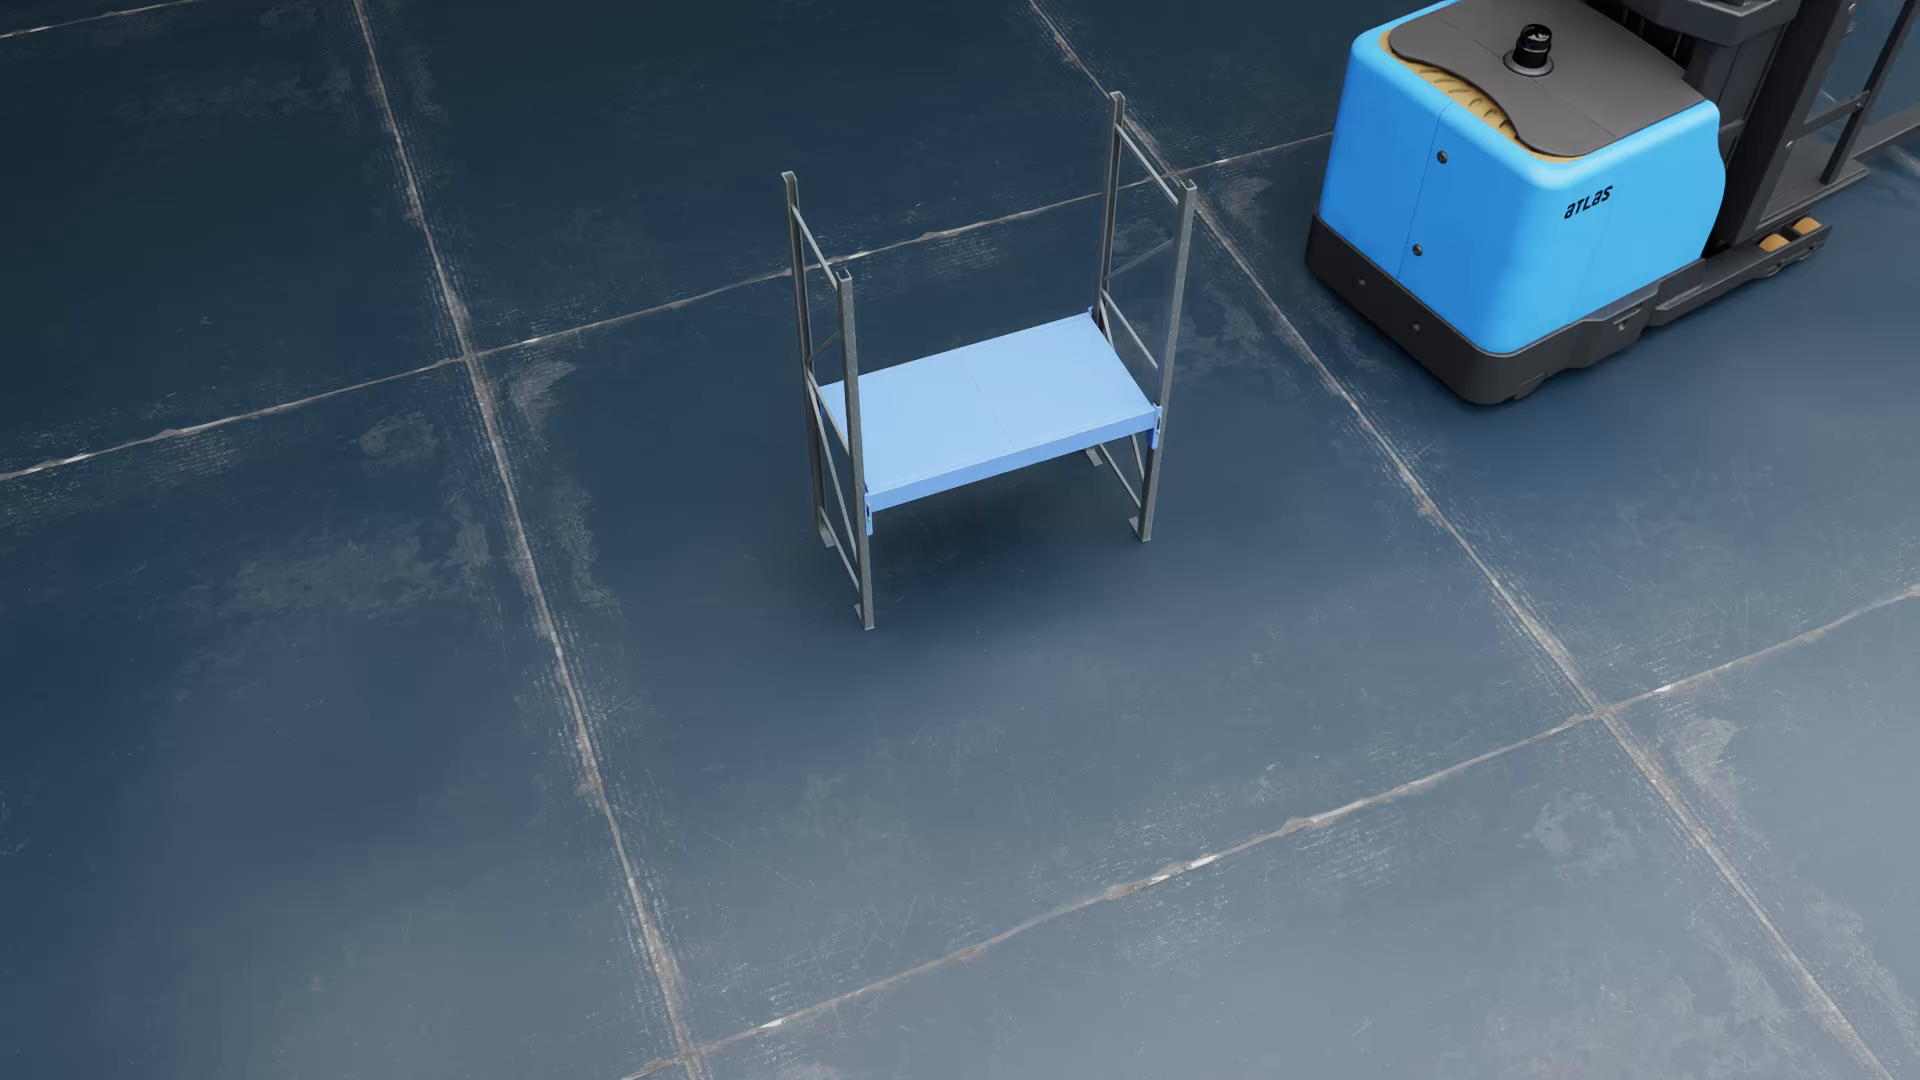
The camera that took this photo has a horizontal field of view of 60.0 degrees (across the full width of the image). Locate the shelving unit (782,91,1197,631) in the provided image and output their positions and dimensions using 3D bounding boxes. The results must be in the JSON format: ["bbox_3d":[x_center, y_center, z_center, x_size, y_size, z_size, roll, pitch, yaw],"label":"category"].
[{"bbox_3d":[0.079,-0.513,5.202,1.048,1.500,0.538,-17,52,-14],"label":"shelving unit"}]

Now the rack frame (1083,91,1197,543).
[{"bbox_3d":[0.550,-0.659,5.327,0.032,1.500,0.500,-17,52,-14],"label":"rack frame"}]

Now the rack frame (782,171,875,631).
[{"bbox_3d":[-0.392,-0.367,5.077,0.032,1.500,0.500,-17,52,-14],"label":"rack frame"}]

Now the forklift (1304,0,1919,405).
[{"bbox_3d":[2.888,-2.324,5.813,3.031,2.935,1.130,-26,54,-20],"label":"forklift"}]

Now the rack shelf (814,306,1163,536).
[{"bbox_3d":[0.079,-0.396,5.338,1.000,0.185,0.538,-17,52,-14],"label":"rack shelf"}]
